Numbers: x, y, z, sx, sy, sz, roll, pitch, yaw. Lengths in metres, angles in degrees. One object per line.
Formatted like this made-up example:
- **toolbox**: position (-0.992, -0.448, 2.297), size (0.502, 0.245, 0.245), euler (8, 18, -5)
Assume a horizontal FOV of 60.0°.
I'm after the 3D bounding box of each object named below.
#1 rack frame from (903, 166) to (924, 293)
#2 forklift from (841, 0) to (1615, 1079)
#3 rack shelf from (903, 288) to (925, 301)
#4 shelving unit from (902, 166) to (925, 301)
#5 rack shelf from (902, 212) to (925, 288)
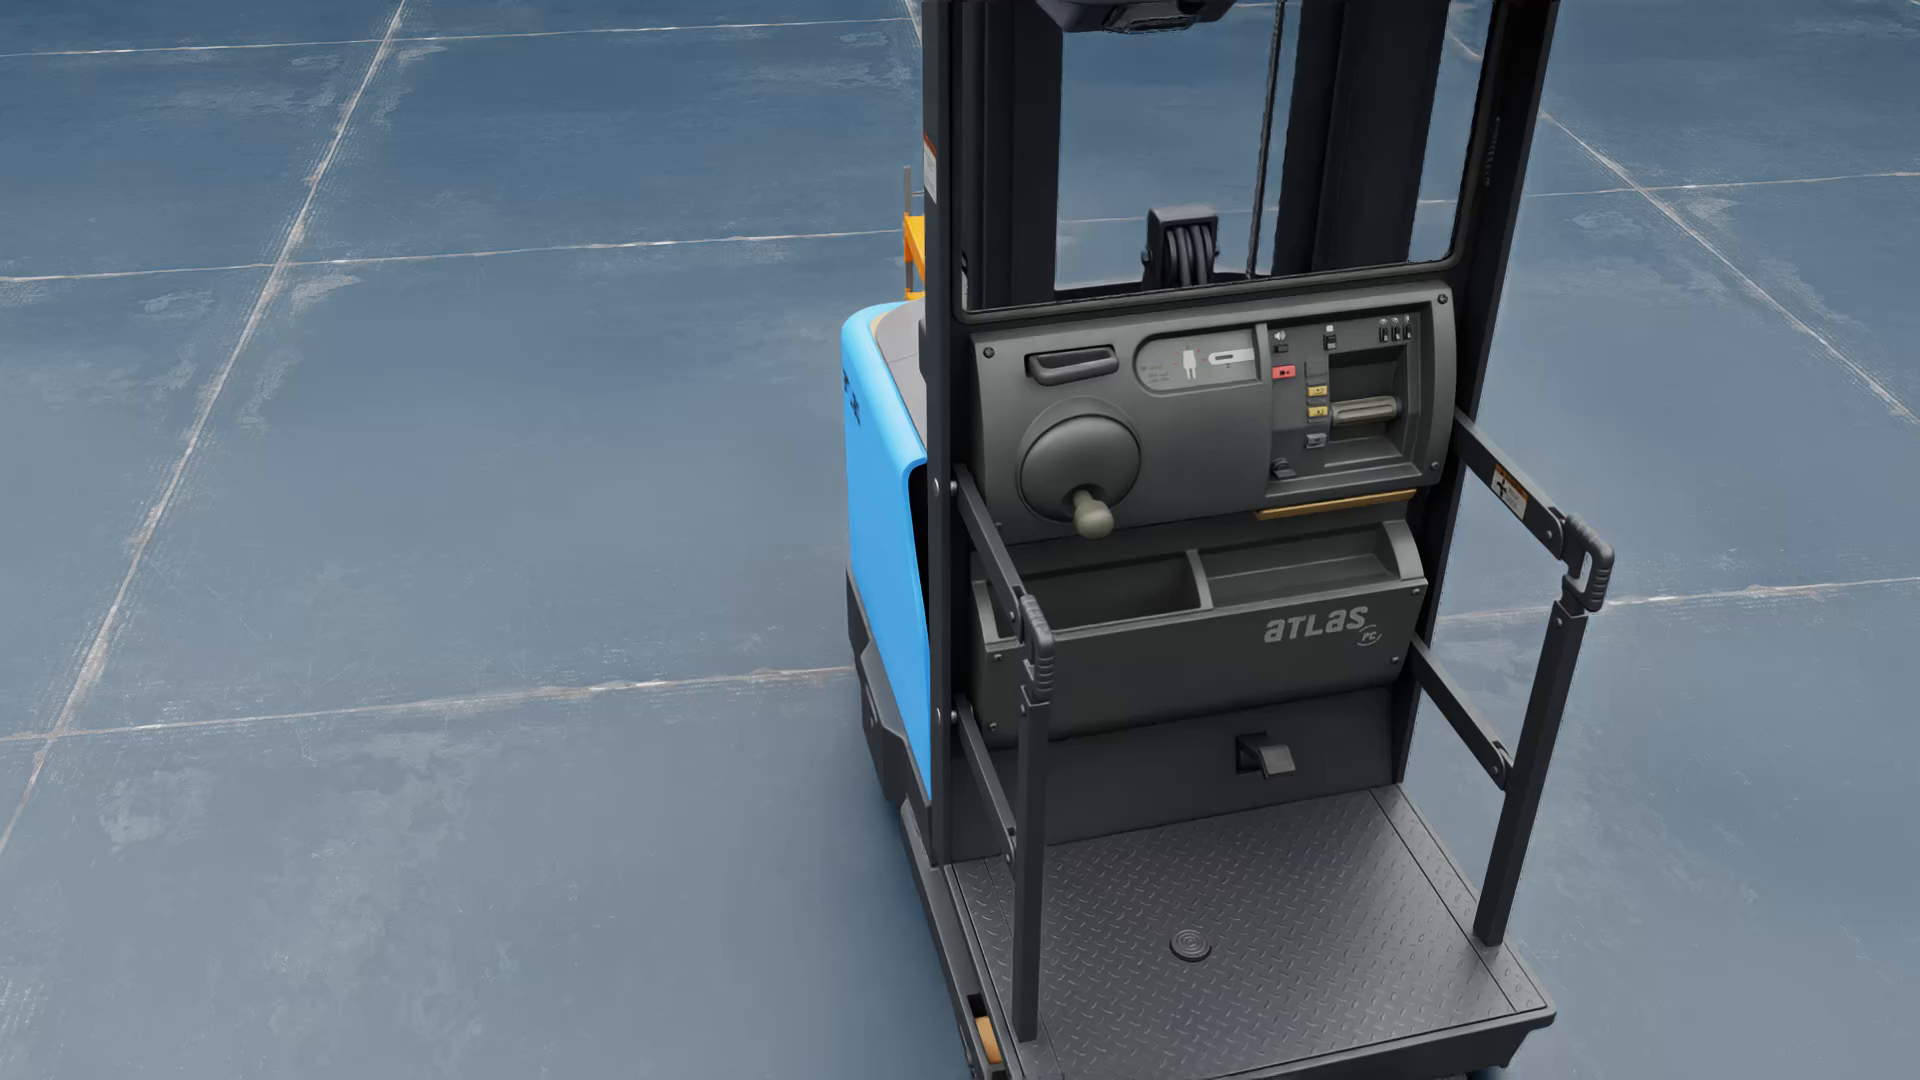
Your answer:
- **rack frame**: position (-0.040, -0.559, 5.005), size (0.240, 1.200, 0.015), euler (-6, 35, -9)
- **forklift**: position (0.537, -0.176, 2.906), size (1.130, 2.935, 3.031), euler (-8, 35, -12)
- **rack shelf**: position (0.004, -0.553, 4.718), size (0.258, 0.148, 0.480), euler (-6, 35, -9)
- **shelving unit**: position (0.004, -0.424, 4.806), size (0.258, 1.200, 0.503), euler (-6, 35, -9)
- **rack shelf**: position (0.004, -0.749, 4.585), size (0.258, 0.148, 0.480), euler (-6, 35, -9)
